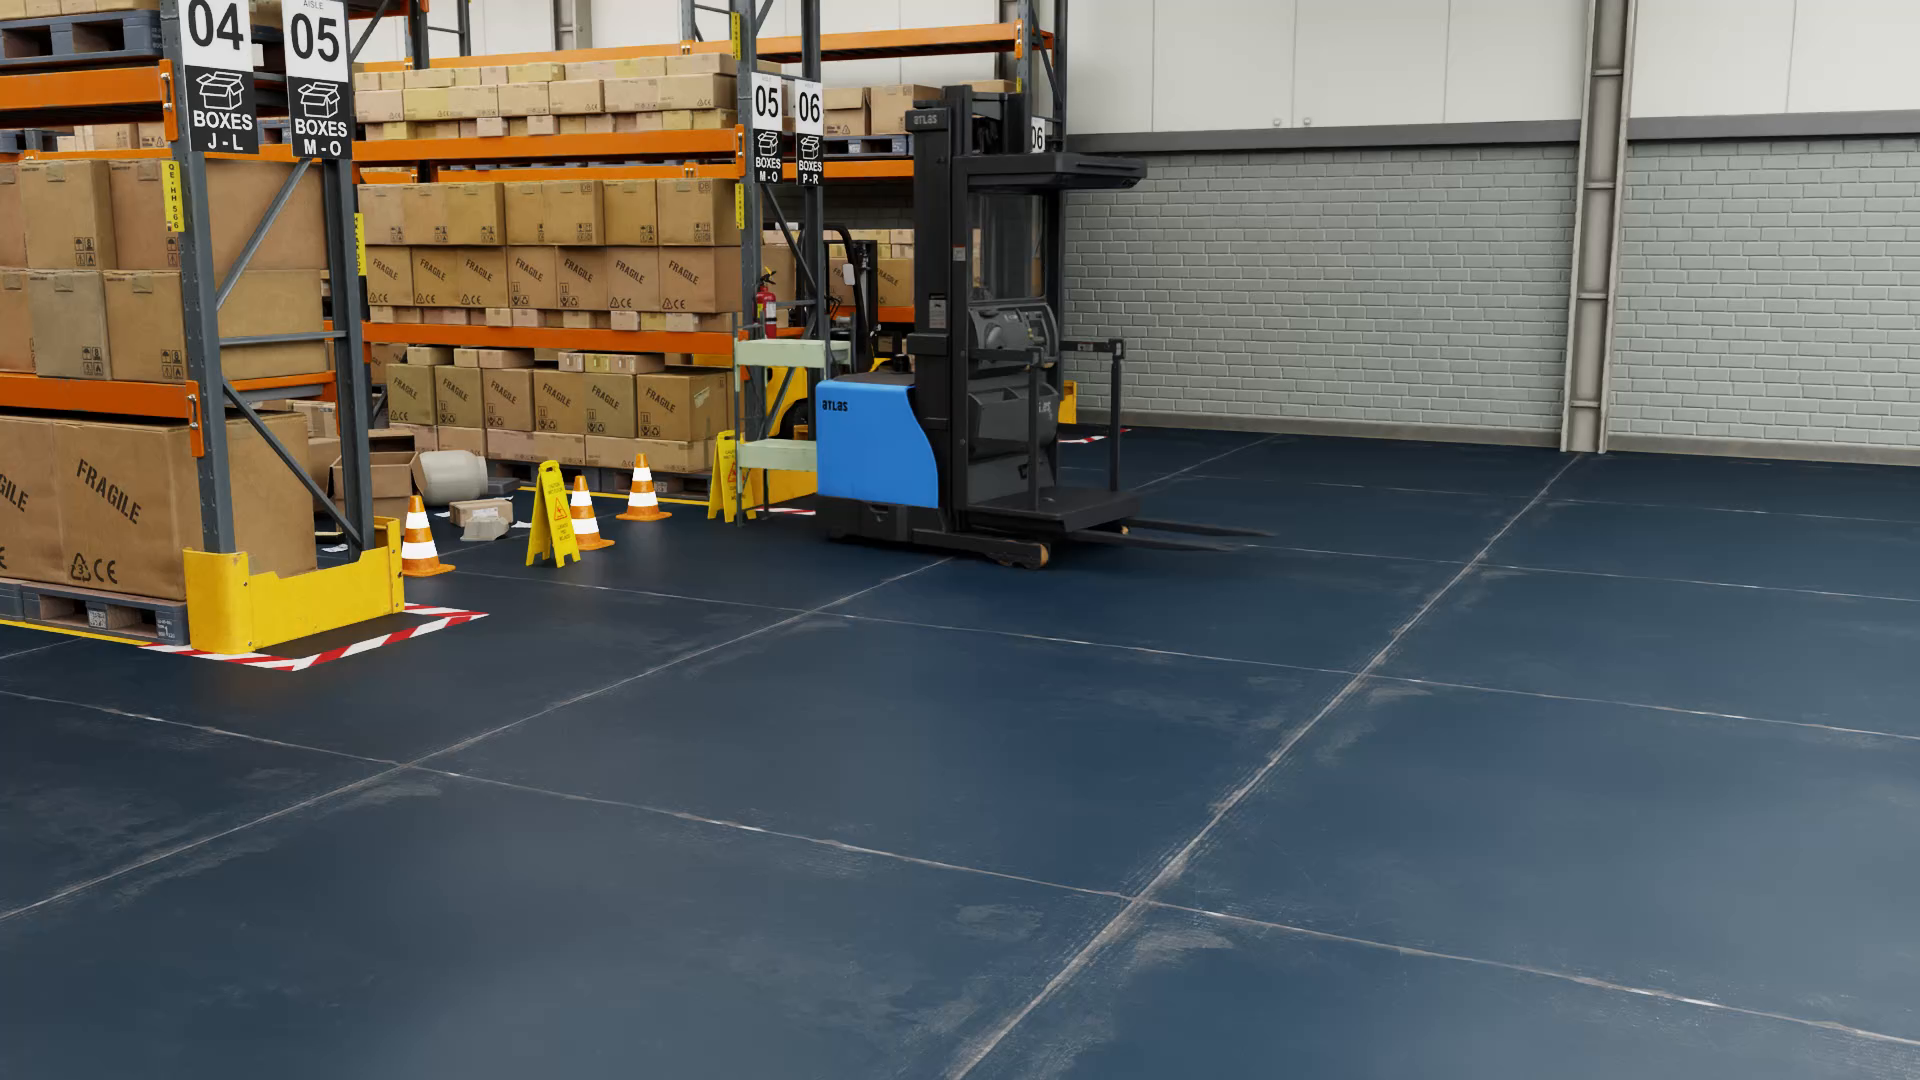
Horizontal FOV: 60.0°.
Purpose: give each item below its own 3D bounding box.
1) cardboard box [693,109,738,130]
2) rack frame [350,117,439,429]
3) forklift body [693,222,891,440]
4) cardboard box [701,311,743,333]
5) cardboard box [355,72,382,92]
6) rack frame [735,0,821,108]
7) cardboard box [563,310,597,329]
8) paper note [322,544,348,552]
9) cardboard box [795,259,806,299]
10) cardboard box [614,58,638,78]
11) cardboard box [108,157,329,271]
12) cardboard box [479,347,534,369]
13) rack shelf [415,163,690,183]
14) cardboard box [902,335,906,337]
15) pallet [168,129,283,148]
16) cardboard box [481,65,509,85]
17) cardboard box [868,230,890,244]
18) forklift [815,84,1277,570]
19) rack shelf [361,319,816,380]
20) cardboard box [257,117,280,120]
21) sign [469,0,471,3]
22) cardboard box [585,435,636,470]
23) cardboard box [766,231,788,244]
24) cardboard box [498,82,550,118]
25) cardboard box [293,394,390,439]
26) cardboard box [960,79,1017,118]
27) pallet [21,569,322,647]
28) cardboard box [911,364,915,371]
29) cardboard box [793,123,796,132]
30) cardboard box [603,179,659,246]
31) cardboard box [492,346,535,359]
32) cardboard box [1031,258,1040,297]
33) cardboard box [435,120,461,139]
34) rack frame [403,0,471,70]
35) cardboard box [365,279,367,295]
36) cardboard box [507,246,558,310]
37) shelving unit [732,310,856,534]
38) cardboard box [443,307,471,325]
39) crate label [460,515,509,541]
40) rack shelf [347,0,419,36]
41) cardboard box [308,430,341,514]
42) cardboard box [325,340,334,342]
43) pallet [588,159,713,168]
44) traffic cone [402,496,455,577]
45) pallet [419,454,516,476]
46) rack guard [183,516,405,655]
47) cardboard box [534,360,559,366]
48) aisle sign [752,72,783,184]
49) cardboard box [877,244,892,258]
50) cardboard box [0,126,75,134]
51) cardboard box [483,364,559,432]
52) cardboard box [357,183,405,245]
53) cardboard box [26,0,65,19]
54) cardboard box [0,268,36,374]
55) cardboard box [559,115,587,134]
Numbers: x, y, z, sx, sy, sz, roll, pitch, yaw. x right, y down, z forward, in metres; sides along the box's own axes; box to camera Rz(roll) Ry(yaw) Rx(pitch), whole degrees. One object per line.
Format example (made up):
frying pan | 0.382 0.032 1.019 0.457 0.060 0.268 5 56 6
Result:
cardboard box | -1.799 -3.153 12.513 0.250 0.149 0.380 5 11 26
rack frame | -4.943 -2.133 14.591 0.127 3.000 1.000 5 11 26
forklift body | -1.670 -2.051 16.522 1.214 2.155 2.313 5 11 26
cardboard box | -1.786 -1.689 12.846 0.250 0.149 0.380 5 12 28
cardboard box | -4.805 -3.800 13.850 0.250 0.149 0.380 5 11 25
rack frame | -1.356 -4.769 12.315 0.127 3.000 1.000 5 11 26
cardboard box | -2.964 -1.779 13.341 0.250 0.149 0.380 5 11 25
paper note | -4.073 0.052 10.864 0.144 0.017 0.142 -10 14 -43
cardboard box | -1.538 -2.820 18.108 0.500 0.500 0.500 5 11 25
cardboard box | -2.446 -3.614 12.817 0.250 0.149 0.380 5 11 26
cardboard box | -3.771 -1.659 8.523 0.550 0.550 0.875 5 11 26
cardboard box | -3.743 -1.504 13.734 0.250 0.149 0.380 6 12 29
rack shelf | -4.543 -4.205 19.640 4.000 0.370 1.077 5 11 26
cardboard box | -0.403 -2.104 18.167 0.500 0.250 0.500 5 11 25
pallet | -6.381 -3.663 15.152 1.003 0.211 1.213 5 11 26
cardboard box | -3.613 -3.707 13.331 0.250 0.149 0.380 5 11 25
cardboard box | -0.766 -3.204 17.575 0.250 0.149 0.380 5 12 27
forklift | 0.519 -1.367 10.552 3.031 2.935 1.130 7 13 35
rack shelf | -3.149 -1.621 13.784 4.000 0.370 1.077 5 11 26
cardboard box | -5.982 -3.805 14.651 0.500 0.250 0.500 5 11 27
sign | -6.095 -6.819 20.574 0.005 0.325 0.100 5 11 26
cardboard box | -2.661 -0.734 13.404 0.500 0.250 0.500 5 11 26
cardboard box | -1.903 -3.306 18.139 0.250 0.149 0.380 5 12 27
cardboard box | -3.306 -3.483 13.214 0.500 0.250 0.500 5 11 26
cardboard box | -5.414 -1.087 15.014 0.625 0.372 0.950 5 11 27
cardboard box | 0.332 -4.387 16.886 0.500 0.500 0.500 5 12 28
pallet | -4.207 0.303 8.965 1.213 0.211 1.003 5 11 26
cardboard box | -0.183 -1.740 17.558 0.500 0.250 0.500 5 11 25
cardboard box | -1.793 -4.389 17.884 0.250 0.149 0.380 5 12 28
cardboard box | -2.361 -2.551 12.982 0.500 0.500 0.700 5 11 26
cardboard box | -5.194 -2.177 20.327 0.625 0.625 0.875 5 12 28
cardboard box | 0.516 -2.743 17.683 0.500 0.500 0.500 5 12 28
cardboard box | -4.084 -3.364 13.676 0.250 0.149 0.380 5 12 28
rack frame | -6.337 -6.193 20.180 0.127 3.000 1.000 5 11 26
cardboard box | -5.299 -2.310 15.095 0.250 0.149 0.380 5 11 27
cardboard box | -3.305 -2.135 13.487 0.500 0.500 0.500 5 11 26
shelving unit | -1.152 -0.839 11.653 0.755 1.500 0.431 5 11 24
cardboard box | -4.095 -1.880 13.902 0.250 0.149 0.380 5 12 28
crate label | -3.231 -0.085 11.313 0.298 0.136 0.250 -1 10 -4
rack shelf | -6.736 -4.691 15.027 4.000 0.370 1.077 5 11 26
cardboard box | -4.893 -0.462 11.990 0.503 0.637 0.797 5 11 26
cardboard box | -8.069 -2.644 21.435 0.250 0.149 0.380 4 11 23
pallet | -3.547 -4.375 19.095 1.217 0.209 0.805 5 11 24
traffic cone | -3.303 -0.039 10.147 0.334 0.463 0.336 5 11 26
pallet | -4.325 -0.713 14.578 1.213 0.211 1.003 5 11 26
rack guard | -3.434 0.213 8.649 0.348 0.500 1.175 5 11 26
cardboard box | -3.379 -1.272 14.270 0.500 0.500 0.500 6 12 29
aisle sign | -1.428 -3.045 12.335 0.004 0.787 0.394 5 11 26
cardboard box | -0.759 -3.059 17.605 0.250 0.149 0.380 5 11 26
cardboard box | -8.935 -4.187 16.050 0.637 0.503 0.797 4 11 22
cardboard box | -3.584 -1.184 13.786 0.500 0.500 0.500 6 12 29
cardboard box | -4.644 -2.751 14.083 0.500 0.500 0.700 5 11 25
cardboard box | -4.360 -2.639 8.213 0.250 0.149 0.380 5 11 27
cardboard box | -4.758 -1.219 9.120 0.550 0.550 0.875 5 11 26
cardboard box | -2.935 -3.259 13.095 0.250 0.149 0.380 5 11 24
